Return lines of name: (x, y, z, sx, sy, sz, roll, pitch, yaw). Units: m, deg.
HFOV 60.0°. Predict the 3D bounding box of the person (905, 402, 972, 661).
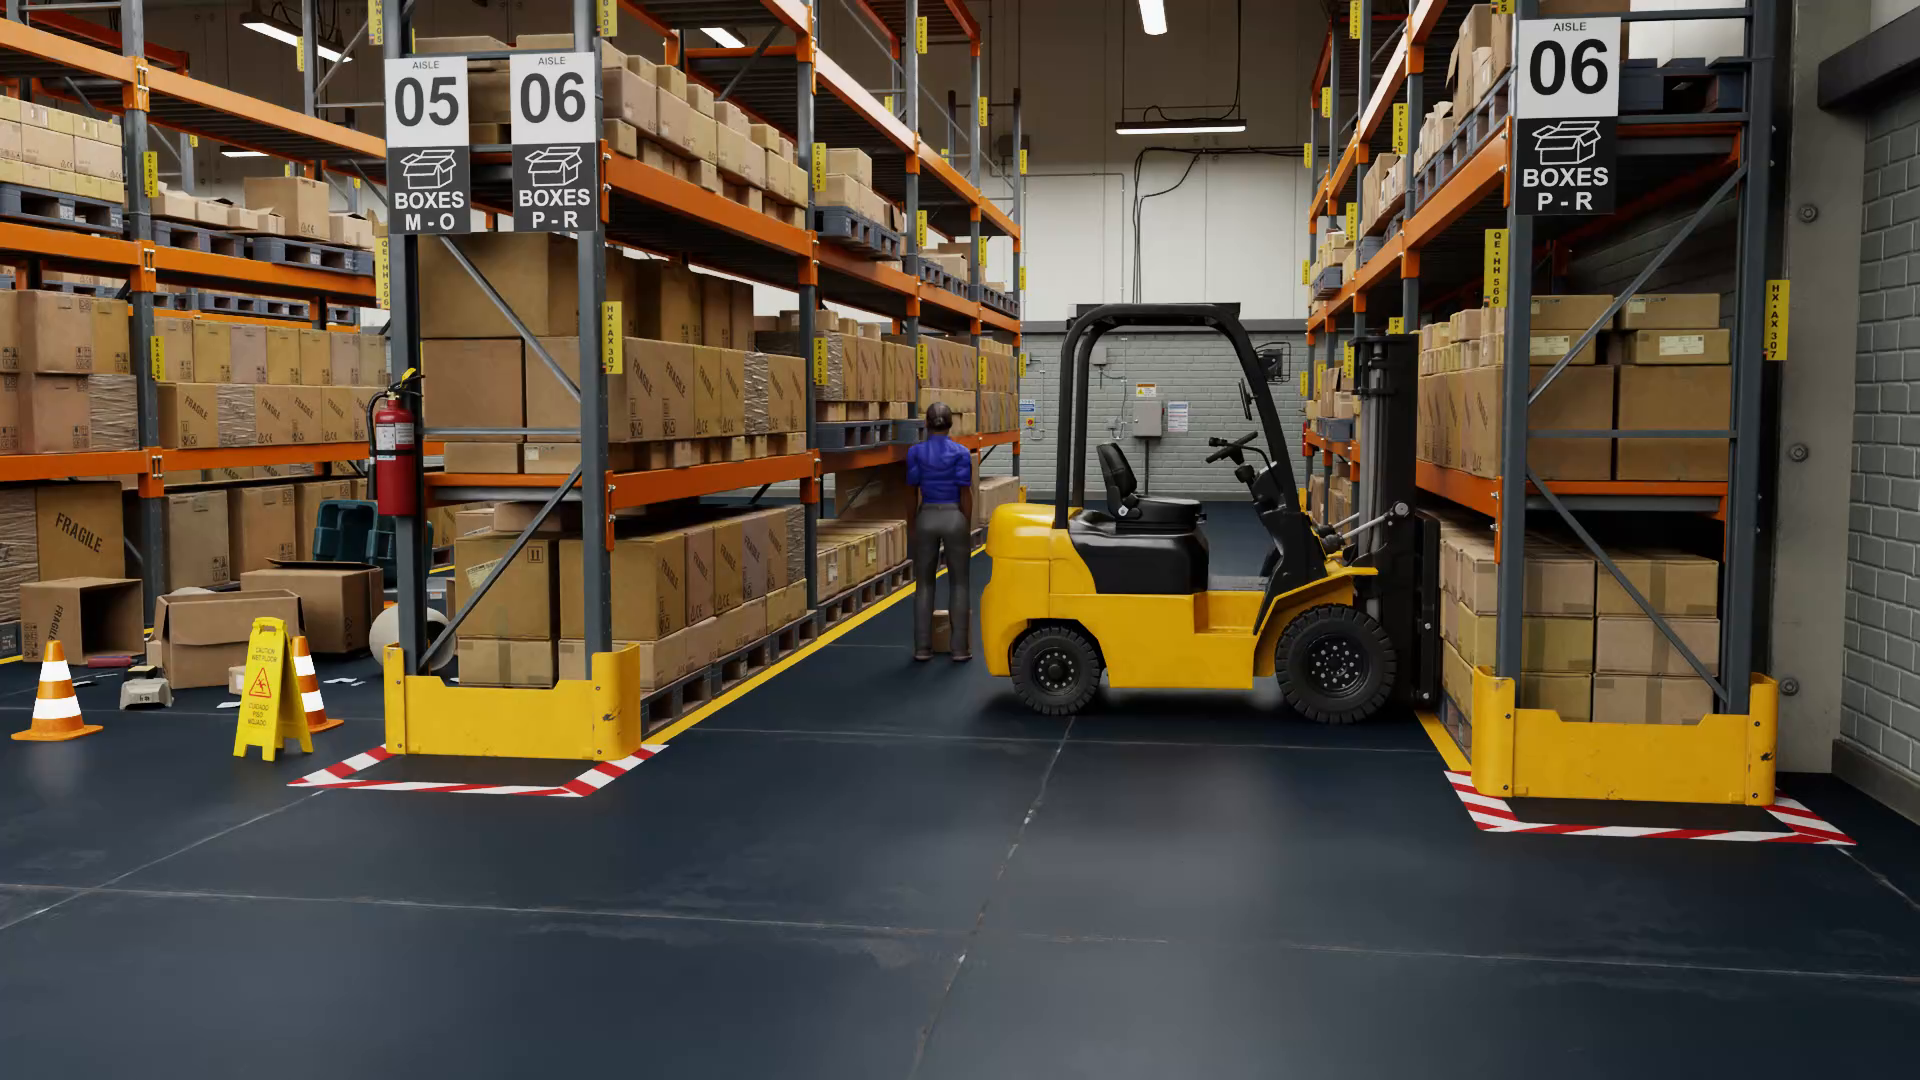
person: (-0.132, -0.055, 10.648, 0.438, 1.657, 0.302, 1, 5, 9)
